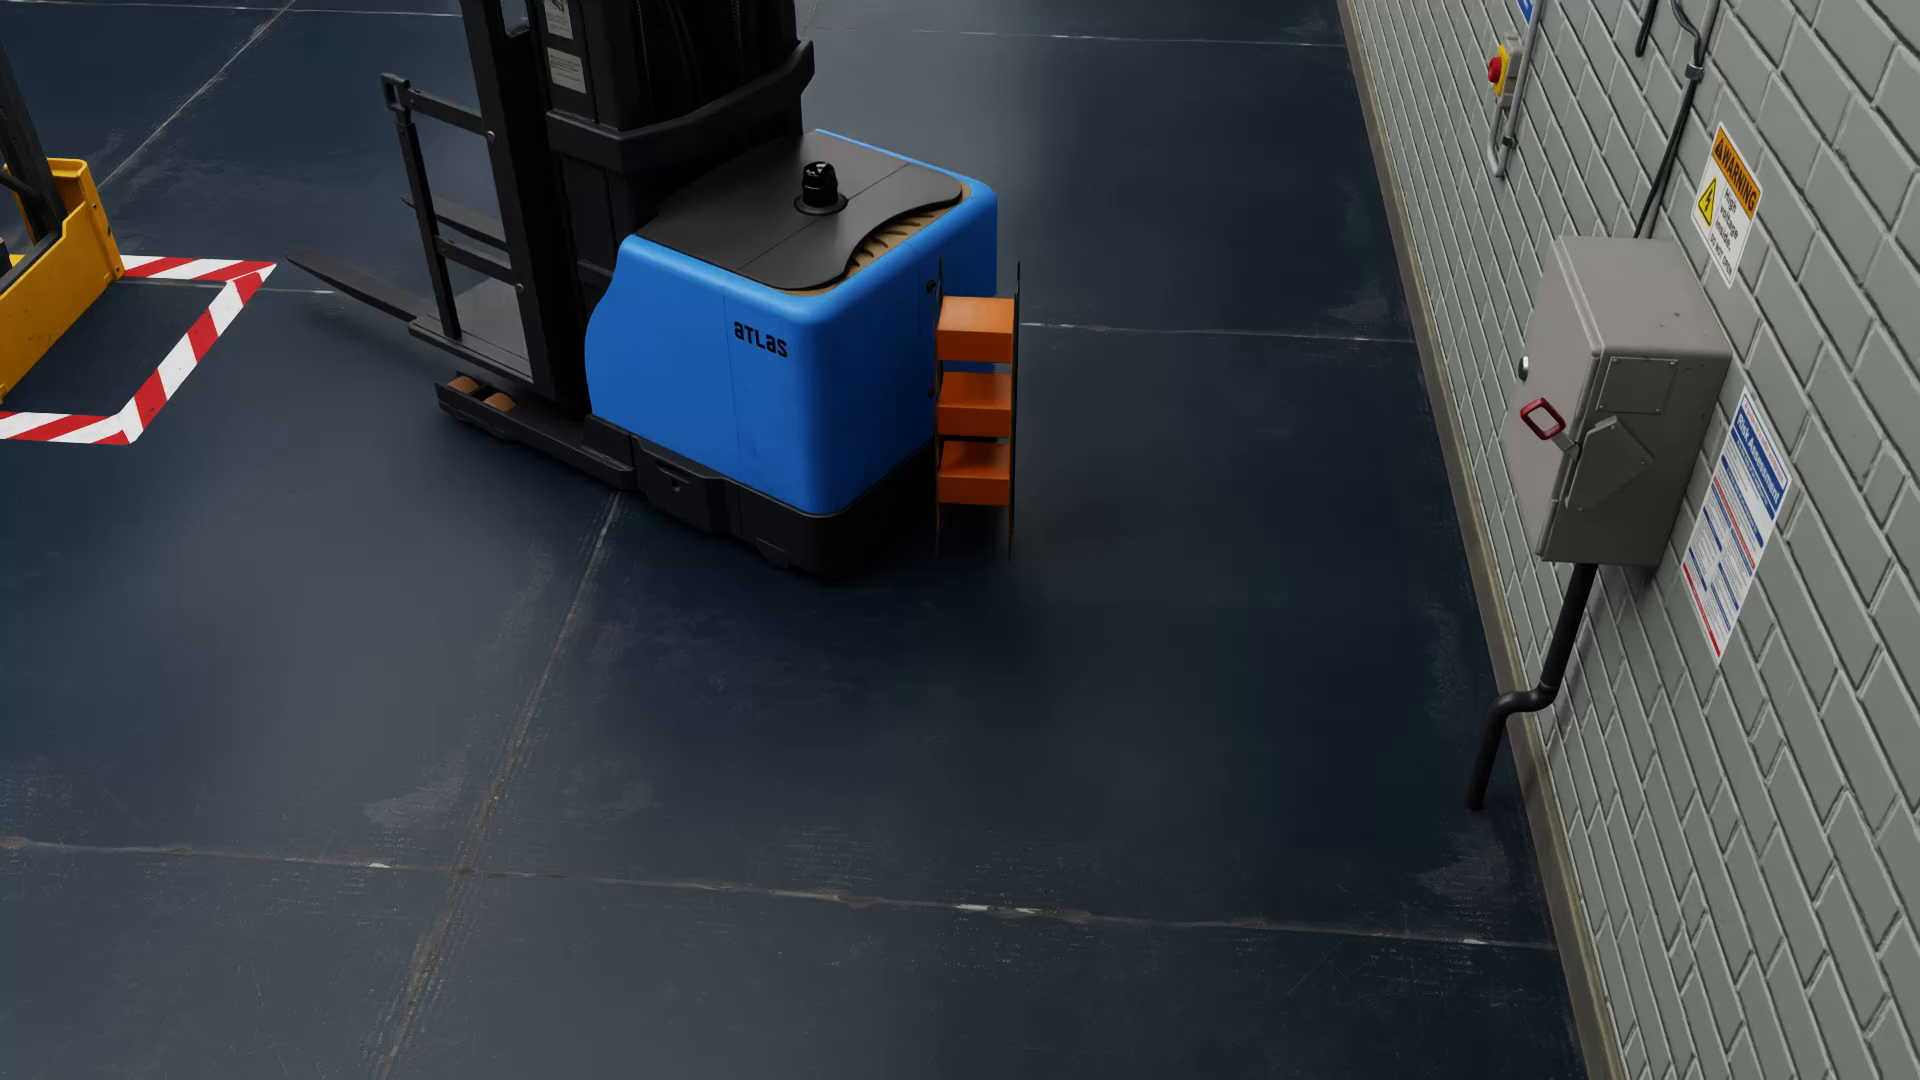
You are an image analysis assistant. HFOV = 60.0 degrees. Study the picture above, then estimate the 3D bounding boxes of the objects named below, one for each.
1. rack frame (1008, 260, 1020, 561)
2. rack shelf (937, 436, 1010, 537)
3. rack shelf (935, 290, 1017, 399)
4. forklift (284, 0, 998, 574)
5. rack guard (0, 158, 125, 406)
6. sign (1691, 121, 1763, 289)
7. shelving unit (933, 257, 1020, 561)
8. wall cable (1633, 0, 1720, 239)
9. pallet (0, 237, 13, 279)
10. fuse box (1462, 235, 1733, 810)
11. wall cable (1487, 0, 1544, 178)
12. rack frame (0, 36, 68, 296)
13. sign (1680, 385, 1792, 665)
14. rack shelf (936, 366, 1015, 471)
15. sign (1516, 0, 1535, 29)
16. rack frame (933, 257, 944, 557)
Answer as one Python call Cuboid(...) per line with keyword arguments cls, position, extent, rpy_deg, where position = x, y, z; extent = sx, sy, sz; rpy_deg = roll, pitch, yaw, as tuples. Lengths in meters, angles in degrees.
Cuboid(cls="rack frame", position=(0.175, -0.398, 5.407), extent=(0.008, 1.050, 0.200), rpy_deg=(3, 39, 4))
Cuboid(cls="rack shelf", position=(0.053, -0.180, 5.597), extent=(0.240, 0.259, 0.215), rpy_deg=(3, 39, 4))
Cuboid(cls="rack shelf", position=(0.053, -0.616, 5.243), extent=(0.240, 0.259, 0.215), rpy_deg=(3, 39, 4))
Cuboid(cls="forklift", position=(-1.357, -1.764, 5.595), extent=(3.031, 2.935, 1.130), rpy_deg=(24, 45, 27))
Cuboid(cls="rack guard", position=(-3.816, -1.023, 6.610), extent=(0.348, 0.500, 1.175), rpy_deg=(3, 39, 4))
Cuboid(cls="sign", position=(1.664, -0.731, 3.618), extent=(0.001, 0.242, 0.339), rpy_deg=(3, 39, 4))
Cuboid(cls="shelving unit", position=(0.053, -0.404, 5.415), extent=(0.252, 1.050, 0.215), rpy_deg=(3, 39, 4))
Cuboid(cls="wall cable", position=(1.669, -1.202, 4.046), extent=(0.122, 1.984, 0.588), rpy_deg=(3, 39, 4))
Cuboid(cls="pallet", position=(-4.643, -0.906, 6.696), extent=(1.213, 0.211, 1.003), rpy_deg=(3, 39, 4))
Cuboid(cls="fuse box", position=(1.453, 0.112, 4.257), extent=(0.414, 1.711, 0.539), rpy_deg=(3, 39, 4))
Cuboid(cls="wall cable", position=(1.780, -2.107, 5.133), extent=(0.123, 1.953, 0.585), rpy_deg=(3, 39, 4))
Cuboid(cls="rack frame", position=(-3.840, -1.993, 5.823), extent=(0.127, 3.000, 1.000), rpy_deg=(3, 39, 4))
Cuboid(cls="sign", position=(1.617, -0.029, 3.485), extent=(0.001, 0.494, 0.329), rpy_deg=(3, 39, 4))
Cuboid(cls="rack shelf", position=(0.053, -0.396, 5.422), extent=(0.240, 0.259, 0.215), rpy_deg=(3, 39, 4))
Cuboid(cls="sign", position=(1.845, -1.833, 5.411), extent=(0.001, 0.218, 0.327), rpy_deg=(3, 39, 4))
Cuboid(cls="rack frame", position=(-0.068, -0.411, 5.423), extent=(0.008, 1.050, 0.200), rpy_deg=(3, 39, 4))
